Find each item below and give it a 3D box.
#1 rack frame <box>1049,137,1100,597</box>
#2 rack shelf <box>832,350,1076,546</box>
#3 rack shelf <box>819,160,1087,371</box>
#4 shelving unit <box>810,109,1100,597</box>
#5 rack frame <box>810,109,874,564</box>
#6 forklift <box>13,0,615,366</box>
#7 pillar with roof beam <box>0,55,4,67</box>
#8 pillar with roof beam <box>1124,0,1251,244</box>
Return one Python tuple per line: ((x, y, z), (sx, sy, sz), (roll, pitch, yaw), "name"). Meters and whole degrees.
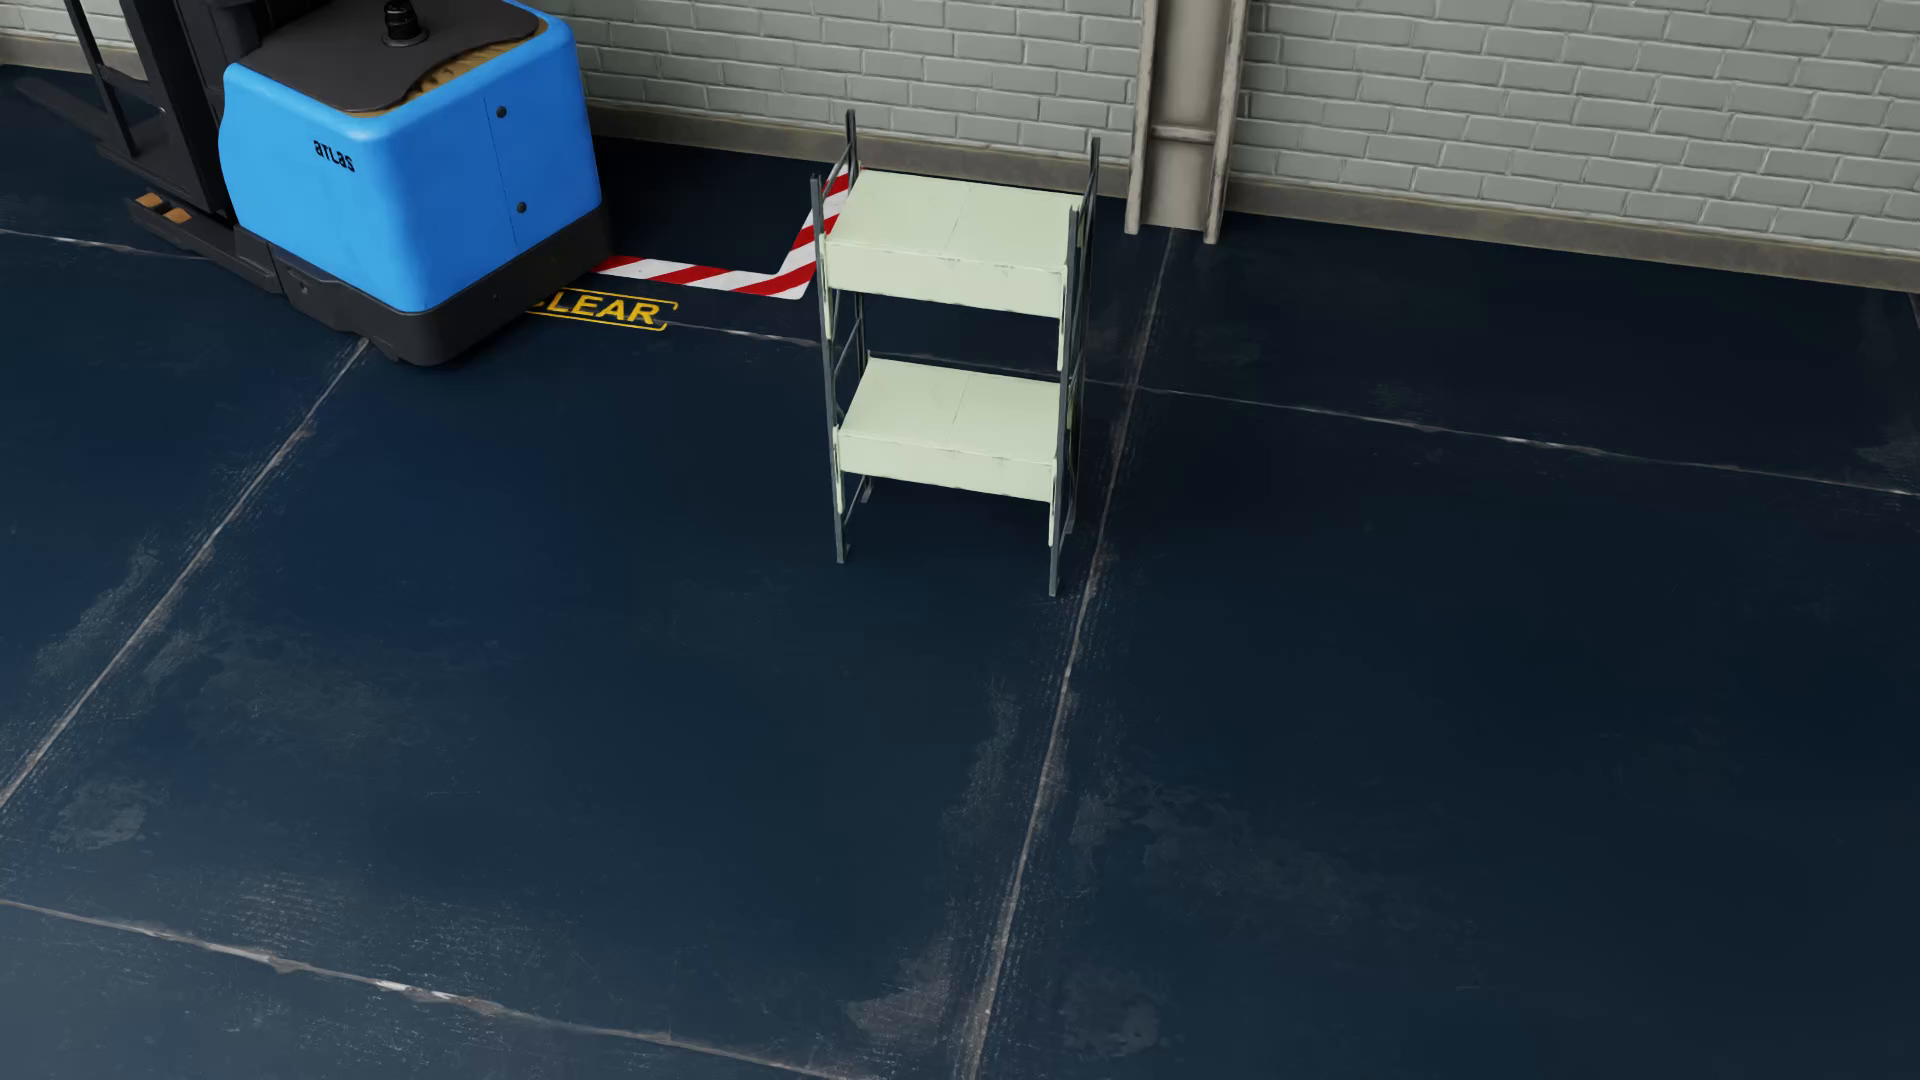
((0.351, -0.486, 5.173), (0.023, 1.500, 0.400), (9, 45, 9), "rack frame")
((-0.007, -0.306, 5.457), (0.720, 0.370, 0.431), (9, 45, 9), "rack shelf")
((-0.007, -0.823, 4.960), (0.720, 0.370, 0.431), (9, 45, 9), "rack shelf")
((-0.007, -0.541, 5.231), (0.755, 1.500, 0.431), (9, 45, 9), "shelving unit")
((-0.364, -0.597, 5.289), (0.023, 1.500, 0.400), (9, 45, 9), "rack frame")
((-2.919, -2.553, 6.289), (3.031, 2.935, 1.130), (27, 50, 25), "forklift")
((-5.866, -2.625, 1.988), (0.400, 9.000, 9.100), (9, 45, 9), "pillar with roof beam")
((-0.011, -1.716, 1.044), (0.400, 9.000, 9.100), (9, 45, 9), "pillar with roof beam")
